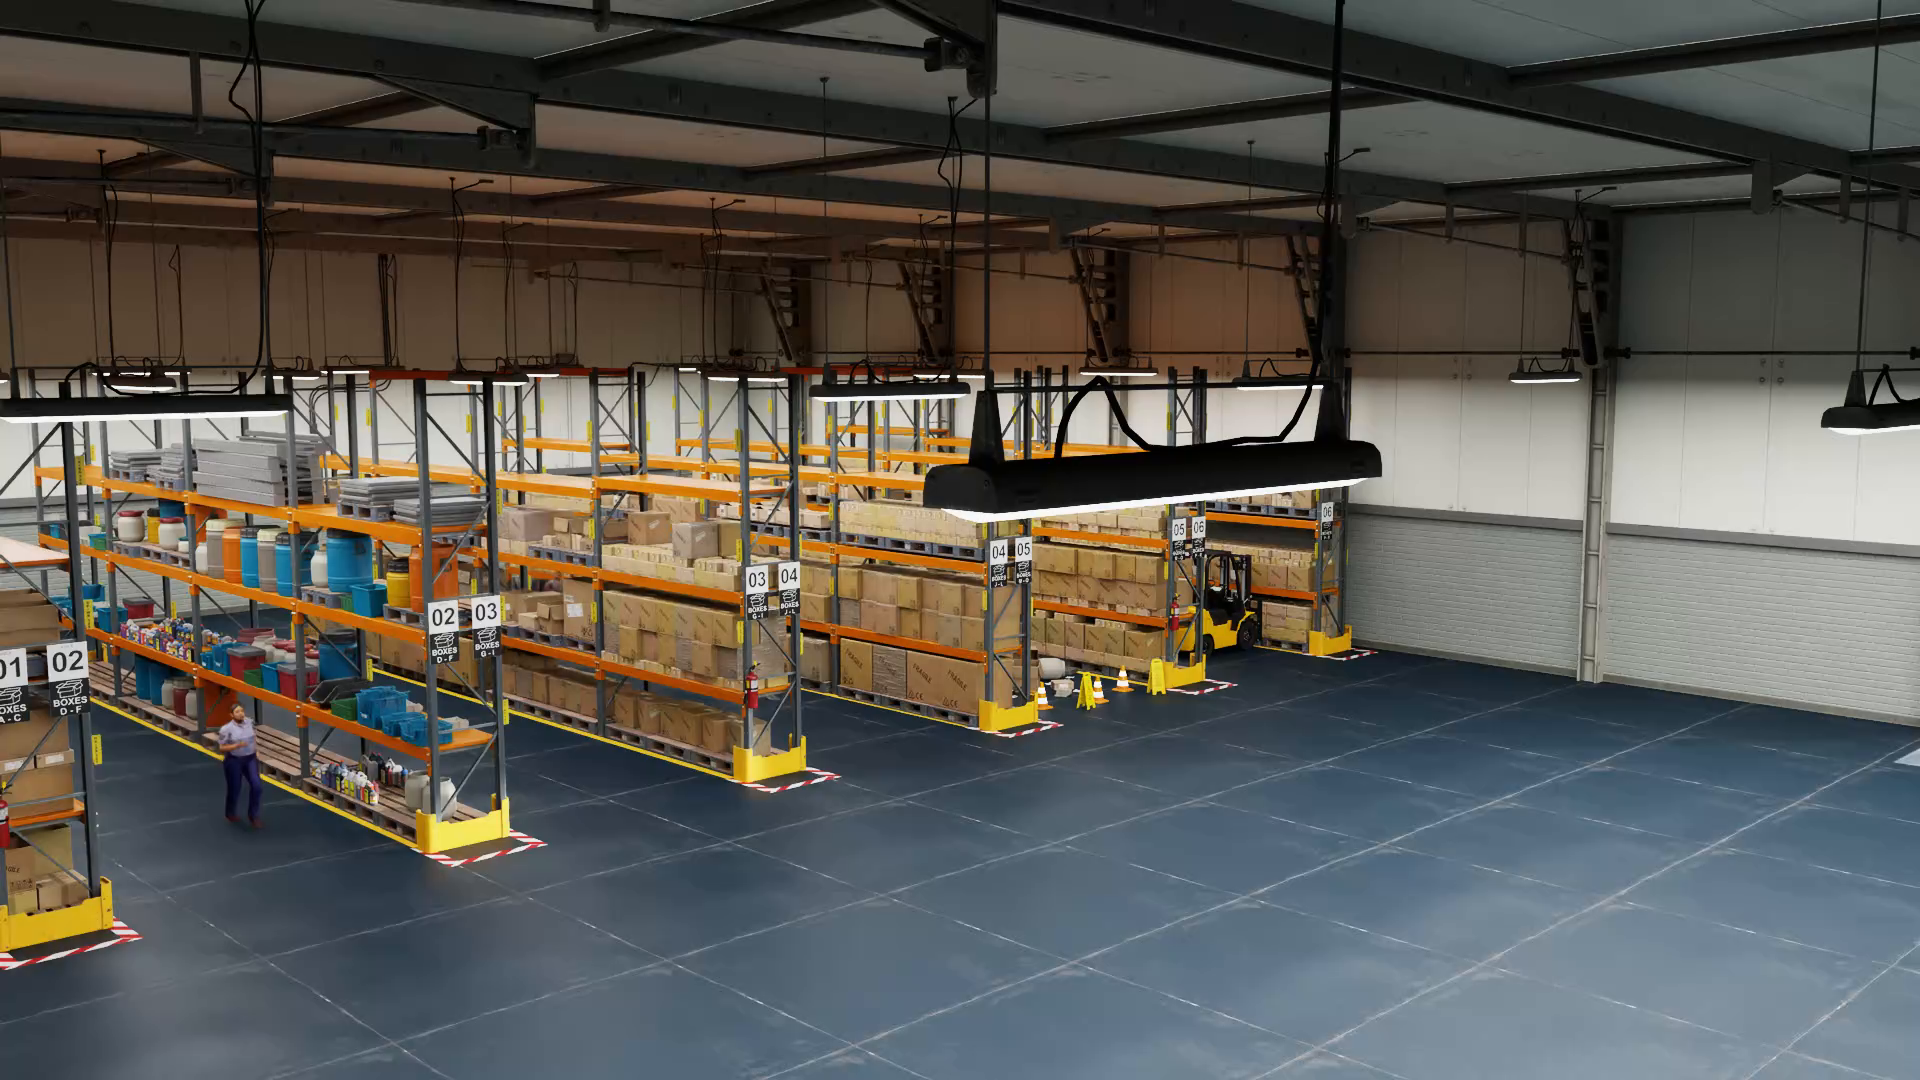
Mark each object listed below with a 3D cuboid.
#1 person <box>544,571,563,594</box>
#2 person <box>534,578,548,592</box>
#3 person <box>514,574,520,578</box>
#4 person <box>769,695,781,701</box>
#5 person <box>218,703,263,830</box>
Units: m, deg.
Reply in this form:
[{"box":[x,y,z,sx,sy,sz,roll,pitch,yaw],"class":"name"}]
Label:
[{"box":[-8.460,1.474,35.207,0.729,1.790,1.049,-5,8,-39],"class":"person"},{"box":[-10.310,0.932,41.417,0.891,1.480,0.564,-5,8,-38],"class":"person"},{"box":[-10.813,0.867,40.910,0.779,1.754,0.777,-3,7,-25],"class":"person"},{"box":[-3.533,2.246,30.362,0.680,1.331,0.352,5,8,38],"class":"person"},{"box":[-9.592,3.027,22.182,0.708,1.692,0.585,6,9,44],"class":"person"}]
